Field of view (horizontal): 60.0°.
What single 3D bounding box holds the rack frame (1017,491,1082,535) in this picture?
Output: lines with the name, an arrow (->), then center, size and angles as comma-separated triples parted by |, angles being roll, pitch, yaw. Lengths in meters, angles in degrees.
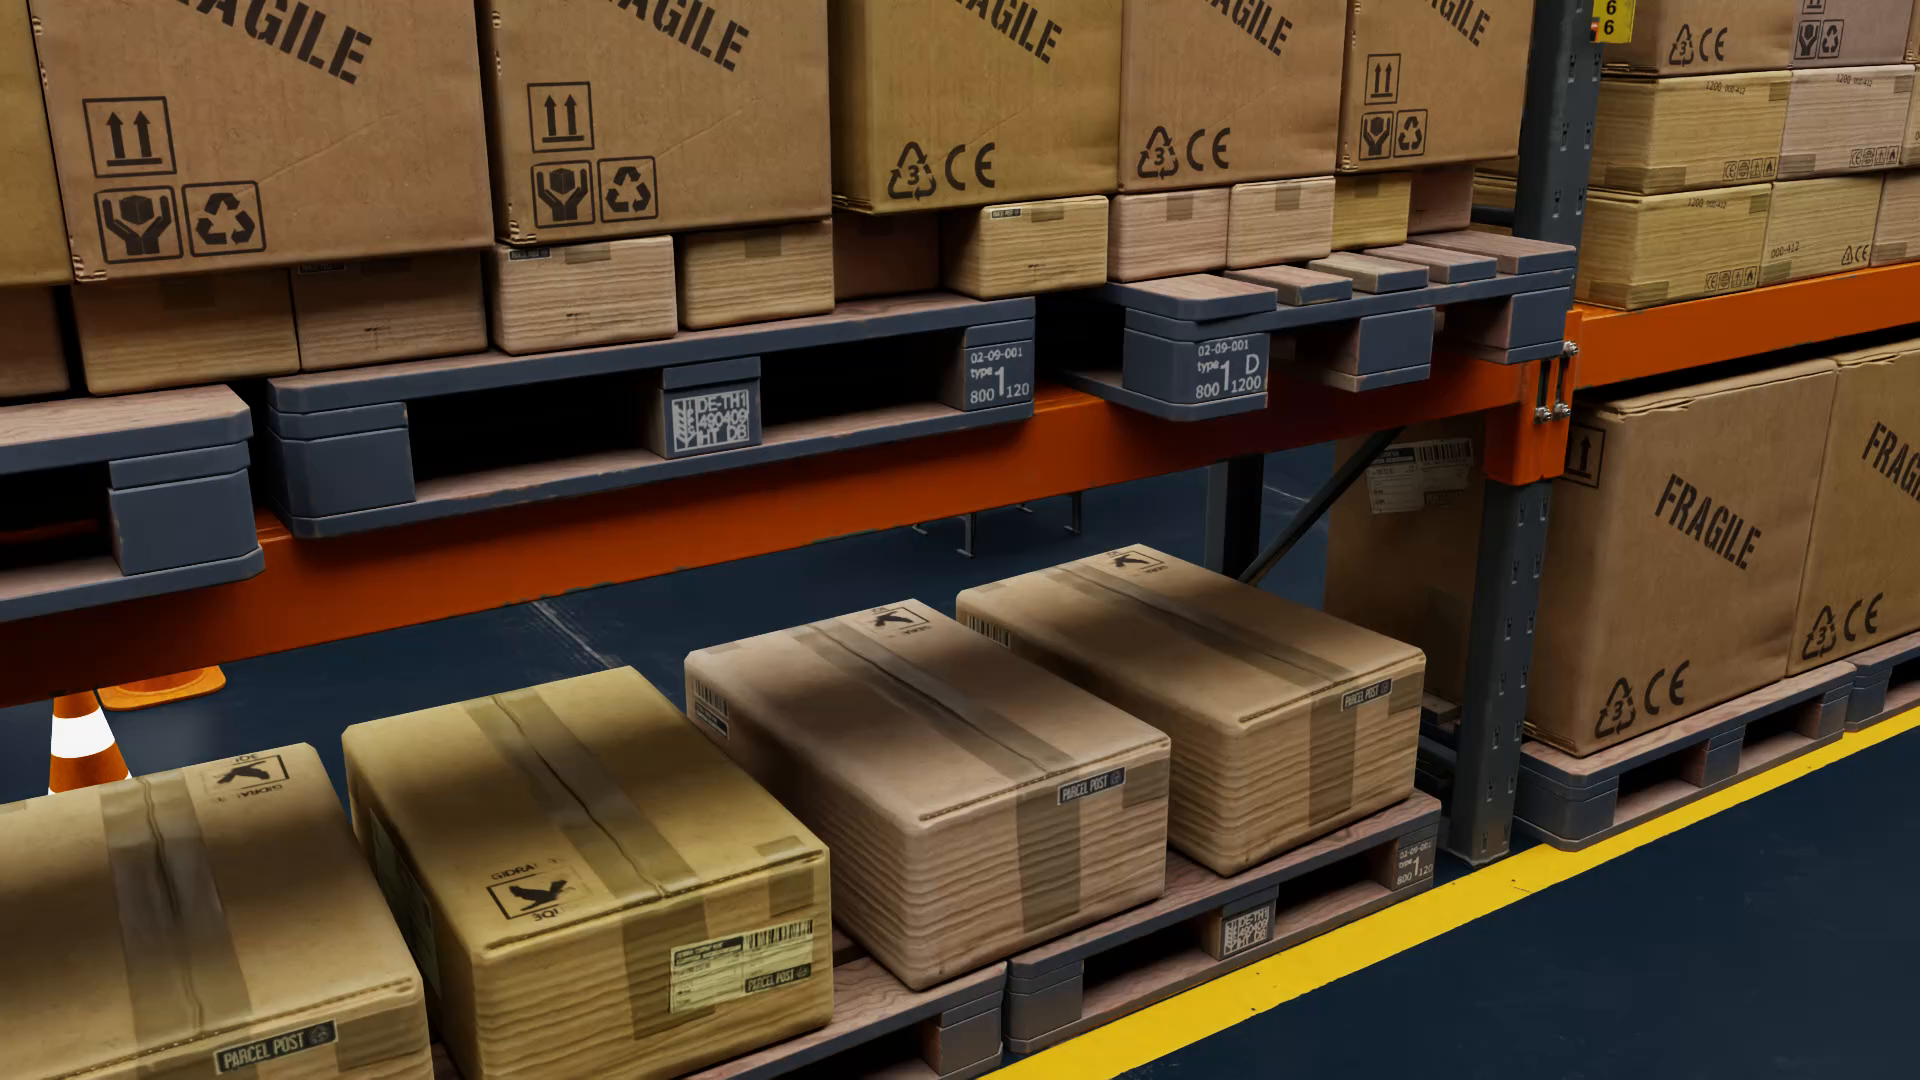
rack frame -> 0.342, -1.067, 6.122 | 0.015, 2.100, 0.400 | -12, 22, -31

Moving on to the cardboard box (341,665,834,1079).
cardboard box -> -0.733, 0.623, 3.165 | 0.625, 0.372, 0.950 | -11, 22, -30

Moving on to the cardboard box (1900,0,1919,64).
cardboard box -> 2.389, -1.503, 4.290 | 0.500, 0.500, 0.500 | -11, 22, -30

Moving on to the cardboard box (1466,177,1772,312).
cardboard box -> 1.540, -0.731, 3.959 | 0.500, 0.250, 0.500 | -12, 22, -32

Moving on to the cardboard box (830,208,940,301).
cardboard box -> -0.237, -0.515, 2.821 | 0.250, 0.149, 0.380 | -12, 22, -31

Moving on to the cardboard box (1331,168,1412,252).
cardboard box -> 0.665, -0.676, 3.298 | 0.250, 0.149, 0.380 | -12, 22, -31

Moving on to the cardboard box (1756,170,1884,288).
cardboard box -> 1.959, -0.827, 4.240 | 0.500, 0.250, 0.500 | -13, 22, -33

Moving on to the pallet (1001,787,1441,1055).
pallet -> 0.340, 0.675, 3.919 | 1.213, 0.211, 1.003 | -12, 22, -31

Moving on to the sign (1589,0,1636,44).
sign -> 1.300, -1.151, 3.282 | 0.005, 0.325, 0.100 | -12, 22, -31

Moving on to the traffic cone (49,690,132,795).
traffic cone -> -2.082, 0.530, 3.955 | 0.334, 0.463, 0.336 | -12, 22, -31

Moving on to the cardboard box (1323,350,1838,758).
cardboard box -> 1.616, -0.075, 4.446 | 0.875, 0.875, 0.875 | -12, 22, -32

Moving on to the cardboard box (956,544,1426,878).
cardboard box -> 0.516, 0.359, 3.946 | 0.625, 0.372, 0.950 | -14, 23, -35

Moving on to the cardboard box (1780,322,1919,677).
cardboard box -> 2.363, -0.231, 4.907 | 0.875, 0.875, 0.875 | -12, 22, -31

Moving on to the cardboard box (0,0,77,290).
cardboard box -> -1.380, -0.560, 1.943 | 0.500, 0.500, 0.500 | -12, 22, -31

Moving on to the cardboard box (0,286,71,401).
cardboard box -> -1.304, -0.284, 2.137 | 0.250, 0.149, 0.380 | -10, 21, -28

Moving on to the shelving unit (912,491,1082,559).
shelving unit -> 0.138, -1.024, 5.995 | 0.503, 2.100, 0.431 | -12, 22, -31

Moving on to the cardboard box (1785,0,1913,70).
cardboard box -> 1.949, -1.416, 4.032 | 0.500, 0.500, 0.500 | -12, 22, -31

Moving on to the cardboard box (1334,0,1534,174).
cardboard box -> 0.766, -1.016, 3.291 | 0.500, 0.500, 0.500 | -13, 22, -33

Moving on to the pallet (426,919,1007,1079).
pallet -> -0.678, 0.888, 3.288 | 1.213, 0.211, 1.003 | -12, 22, -31

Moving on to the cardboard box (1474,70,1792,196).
cardboard box -> 1.552, -0.973, 3.891 | 0.500, 0.250, 0.500 | -12, 22, -32

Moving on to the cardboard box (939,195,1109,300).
cardboard box -> 0.042, -0.525, 2.852 | 0.250, 0.149, 0.380 | -11, 22, -30

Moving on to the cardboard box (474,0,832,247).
cardboard box -> -0.537, -0.737, 2.466 | 0.500, 0.500, 0.500 | -13, 23, -34

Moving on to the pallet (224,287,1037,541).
pallet -> -0.638, -0.333, 2.846 | 1.213, 0.211, 1.003 | -12, 22, -31

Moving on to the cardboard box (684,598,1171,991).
cardboard box -> -0.096, 0.491, 3.555 | 0.625, 0.372, 0.950 | -12, 22, -32

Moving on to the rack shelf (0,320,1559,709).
rack shelf -> -0.677, -0.090, 2.952 | 4.000, 0.370, 1.077 | -12, 22, -31

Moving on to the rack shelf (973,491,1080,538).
rack shelf -> 0.138, -0.348, 6.223 | 0.480, 0.518, 0.431 | -12, 22, -31

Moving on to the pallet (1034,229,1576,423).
pallet -> 0.457, -0.539, 3.454 | 1.003, 0.211, 1.213 | -12, 22, -31

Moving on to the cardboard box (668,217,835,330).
cardboard box -> -0.402, -0.449, 2.625 | 0.250, 0.149, 0.380 | -13, 22, -33

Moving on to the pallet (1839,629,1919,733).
pallet -> 2.711, 0.205, 5.308 | 1.213, 0.211, 1.003 | -12, 22, -31

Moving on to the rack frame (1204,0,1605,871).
rack frame -> 0.993, -0.784, 3.879 | 0.127, 3.000, 1.000 | -12, 22, -31

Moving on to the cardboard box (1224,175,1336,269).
cardboard box -> 0.479, -0.620, 3.131 | 0.250, 0.149, 0.380 | -12, 22, -32

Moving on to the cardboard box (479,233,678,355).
cardboard box -> -0.608, -0.394, 2.463 | 0.250, 0.149, 0.380 | -11, 22, -29

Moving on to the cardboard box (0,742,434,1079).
cardboard box -> -1.312, 0.746, 2.801 | 0.625, 0.372, 0.950 | -10, 21, -28

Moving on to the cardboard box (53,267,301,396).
cardboard box -> -1.066, -0.318, 2.238 | 0.250, 0.149, 0.380 | -12, 22, -31

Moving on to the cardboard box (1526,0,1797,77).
cardboard box -> 1.540, -1.326, 3.766 | 0.500, 0.500, 0.500 | -13, 22, -33

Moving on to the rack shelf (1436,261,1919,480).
rack shelf -> 2.664, -0.795, 5.036 | 4.000, 0.370, 1.077 | -12, 22, -31

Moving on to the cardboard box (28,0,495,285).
cardboard box -> -0.960, -0.644, 2.189 | 0.500, 0.500, 0.500 | -12, 22, -32

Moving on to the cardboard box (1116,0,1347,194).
cardboard box -> 0.341, -0.922, 3.013 | 0.500, 0.500, 0.500 | -12, 22, -32

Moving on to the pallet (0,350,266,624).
pallet -> -1.629, -0.084, 2.109 | 1.213, 0.211, 1.003 | -12, 22, -31

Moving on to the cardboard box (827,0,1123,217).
cardboard box -> -0.080, -0.833, 2.749 | 0.500, 0.500, 0.500 | -14, 23, -35

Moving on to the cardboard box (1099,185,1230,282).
cardboard box -> 0.264, -0.578, 3.006 | 0.250, 0.149, 0.380 | -13, 23, -34

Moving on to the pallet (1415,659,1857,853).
pallet -> 1.693, 0.419, 4.677 | 1.213, 0.211, 1.003 | -12, 22, -31

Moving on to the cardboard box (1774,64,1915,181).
cardboard box -> 1.984, -1.063, 4.160 | 0.500, 0.250, 0.500 | -11, 22, -30

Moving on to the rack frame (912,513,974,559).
rack frame -> -0.066, -0.981, 5.868 | 0.015, 2.100, 0.400 | -12, 22, -31

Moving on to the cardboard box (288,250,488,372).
cardboard box -> -0.859, -0.361, 2.365 | 0.250, 0.149, 0.380 | -12, 22, -31

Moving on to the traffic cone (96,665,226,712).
traffic cone -> -2.390, 0.211, 4.897 | 0.334, 0.463, 0.336 | -12, 22, -31

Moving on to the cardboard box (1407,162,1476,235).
cardboard box -> 0.849, -0.743, 3.495 | 0.250, 0.149, 0.380 | -11, 22, -29

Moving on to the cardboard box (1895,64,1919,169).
cardboard box -> 2.408, -1.148, 4.410 | 0.500, 0.250, 0.500 | -12, 22, -32

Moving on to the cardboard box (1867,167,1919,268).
cardboard box -> 2.401, -0.917, 4.509 | 0.500, 0.250, 0.500 | -11, 22, -30
